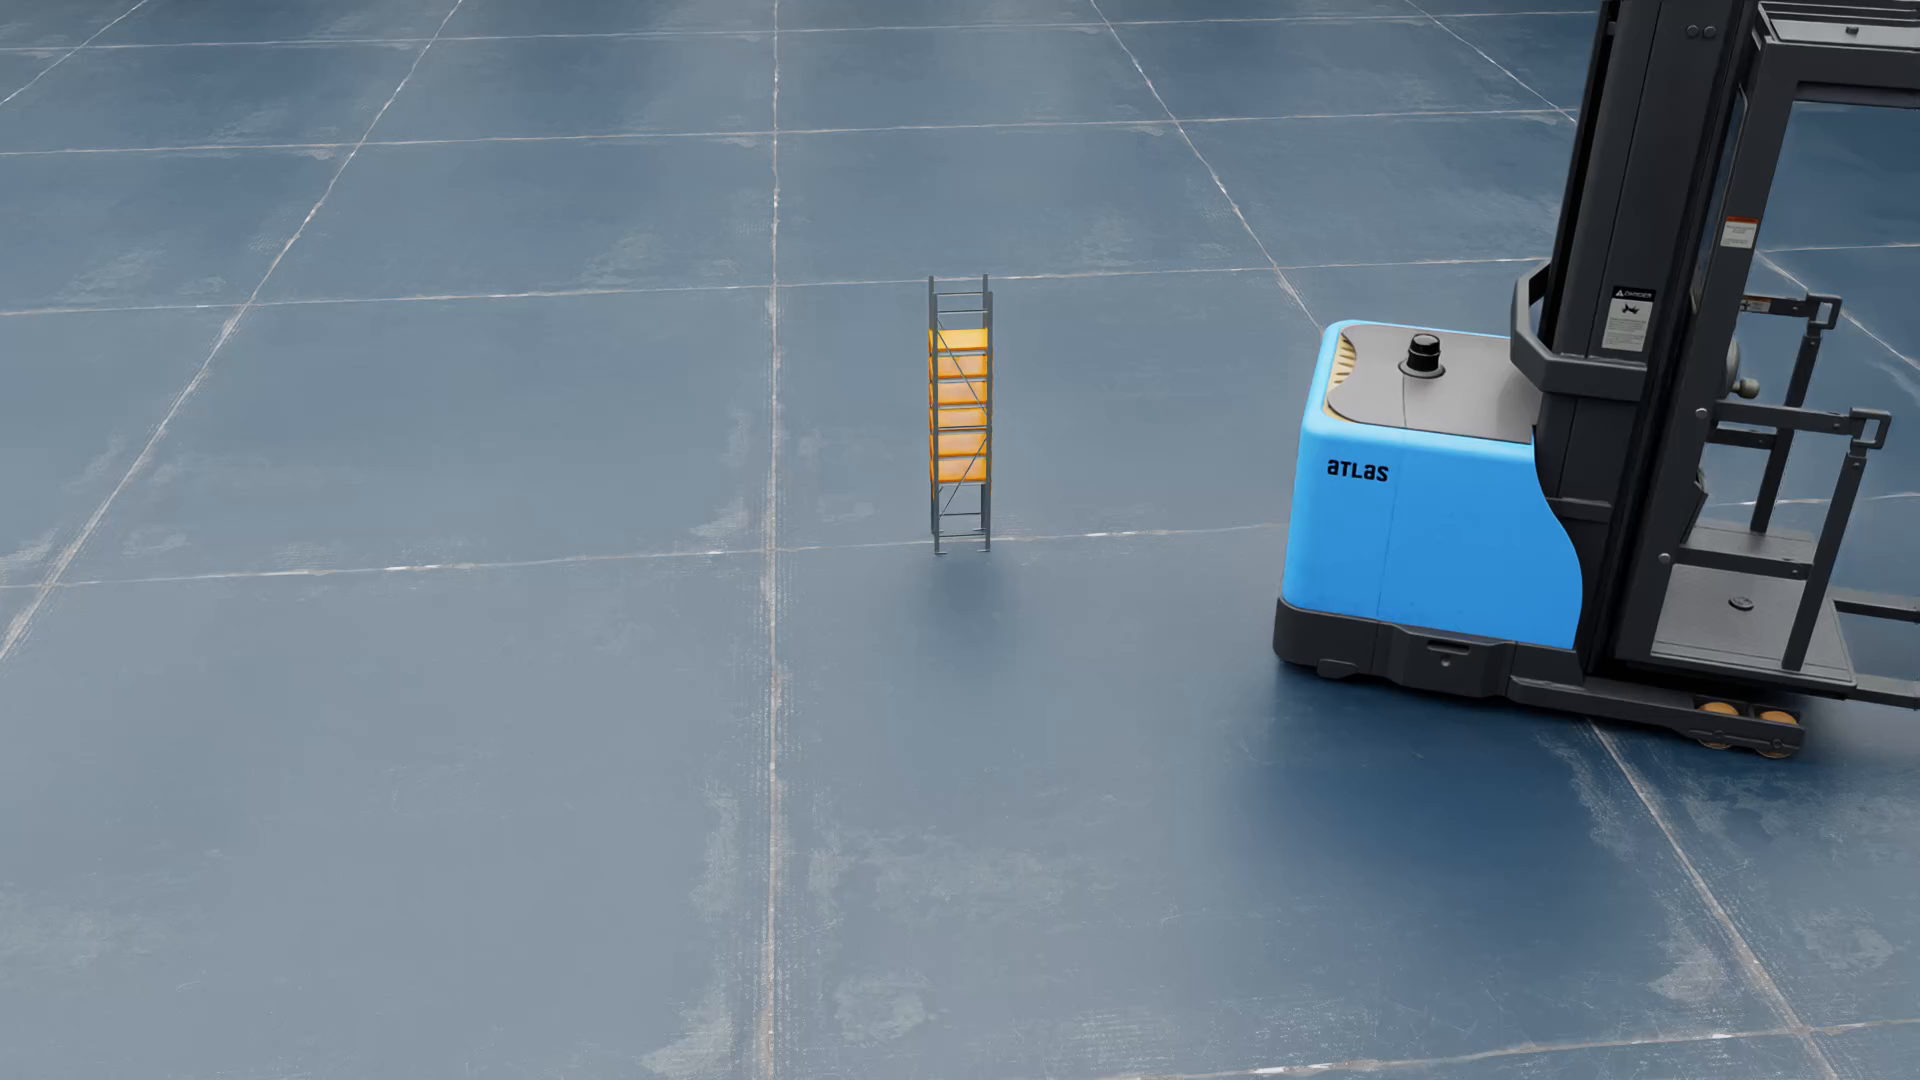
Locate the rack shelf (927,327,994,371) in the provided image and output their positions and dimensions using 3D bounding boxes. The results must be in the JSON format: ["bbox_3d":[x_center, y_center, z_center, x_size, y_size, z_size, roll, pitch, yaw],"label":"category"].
[{"bbox_3d":[0.001,-0.779,6.768,0.258,0.103,0.180,-3,31,-5],"label":"rack shelf"}]

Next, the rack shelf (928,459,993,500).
[{"bbox_3d":[0.001,-0.264,7.076,0.258,0.103,0.180,-3,31,-5],"label":"rack shelf"}]

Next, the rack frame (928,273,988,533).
[{"bbox_3d":[-0.007,-0.554,7.008,0.240,1.200,0.006,-3,31,-5],"label":"rack frame"}]

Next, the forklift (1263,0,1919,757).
[{"bbox_3d":[2.748,-0.788,5.711,3.031,2.935,1.130,8,32,14],"label":"forklift"}]

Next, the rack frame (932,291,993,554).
[{"bbox_3d":[0.010,-0.461,6.852,0.240,1.200,0.006,-3,31,-5],"label":"rack frame"}]

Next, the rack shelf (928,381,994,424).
[{"bbox_3d":[0.001,-0.573,6.891,0.258,0.103,0.180,-3,31,-5],"label":"rack shelf"}]

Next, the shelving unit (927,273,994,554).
[{"bbox_3d":[0.001,-0.508,6.930,0.258,1.200,0.189,-3,31,-5],"label":"shelving unit"}]

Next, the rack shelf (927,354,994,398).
[{"bbox_3d":[0.001,-0.676,6.830,0.258,0.103,0.180,-3,31,-5],"label":"rack shelf"}]

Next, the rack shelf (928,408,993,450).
[{"bbox_3d":[0.001,-0.470,6.953,0.258,0.103,0.180,-3,31,-5],"label":"rack shelf"}]

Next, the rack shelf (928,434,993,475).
[{"bbox_3d":[0.001,-0.367,7.014,0.258,0.103,0.180,-3,31,-5],"label":"rack shelf"}]
